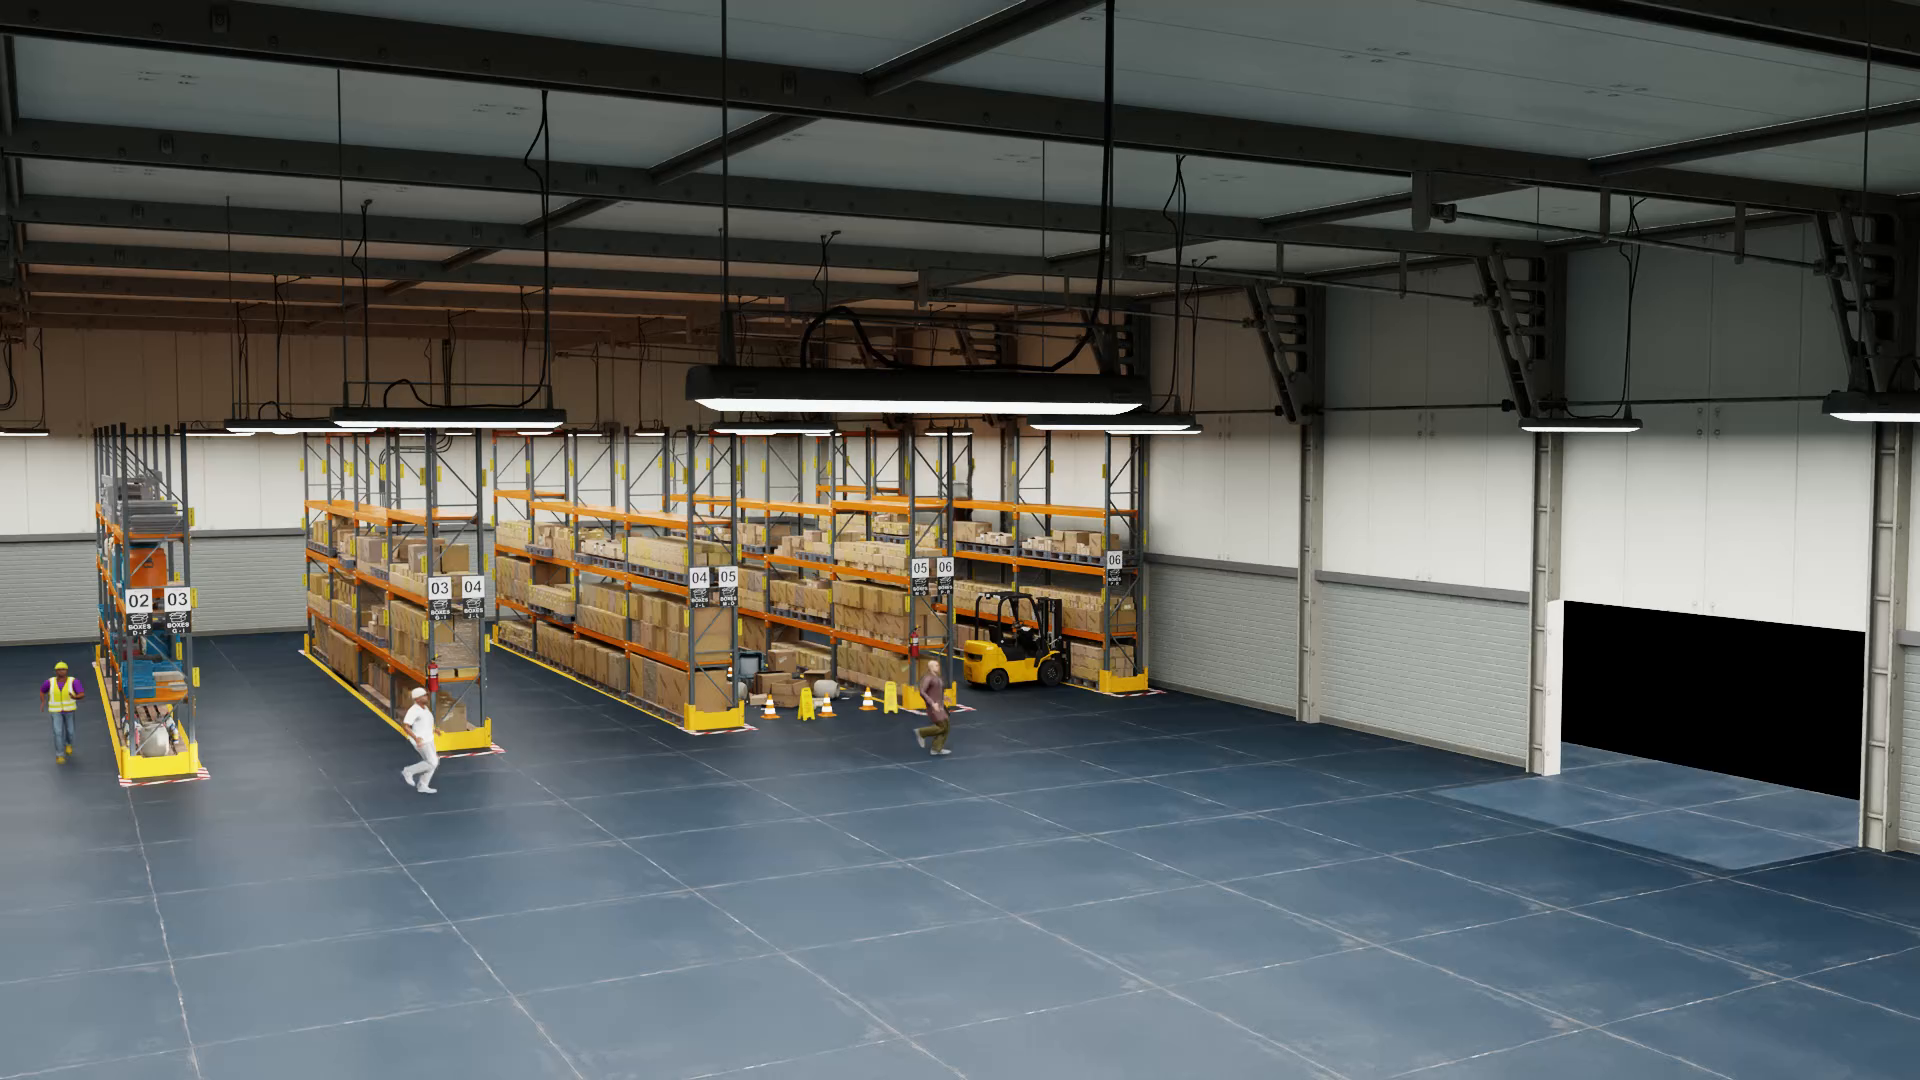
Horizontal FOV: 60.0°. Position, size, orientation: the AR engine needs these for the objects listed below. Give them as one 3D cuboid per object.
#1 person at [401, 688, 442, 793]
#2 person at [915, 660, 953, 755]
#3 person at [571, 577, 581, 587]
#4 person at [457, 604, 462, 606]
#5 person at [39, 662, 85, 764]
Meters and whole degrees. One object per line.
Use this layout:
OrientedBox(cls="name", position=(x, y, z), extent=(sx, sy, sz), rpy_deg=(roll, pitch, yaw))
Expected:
OrientedBox(cls="person", position=(-8.722, 3.241, 26.913), extent=(0.577, 1.714, 0.718), rpy_deg=(0, 3, 2))
OrientedBox(cls="person", position=(-0.474, 3.042, 30.182), extent=(0.630, 1.730, 0.724), rpy_deg=(1, 4, 18))
OrientedBox(cls="person", position=(-11.440, 1.886, 49.188), extent=(0.581, 1.730, 0.700), rpy_deg=(-2, 4, -28))
OrientedBox(cls="person", position=(-14.062, 2.151, 45.962), extent=(0.607, 1.686, 0.688), rpy_deg=(-1, 4, -9))
OrientedBox(cls="person", position=(-15.905, 3.031, 29.472), extent=(0.706, 1.747, 0.990), rpy_deg=(-2, 4, -29))
